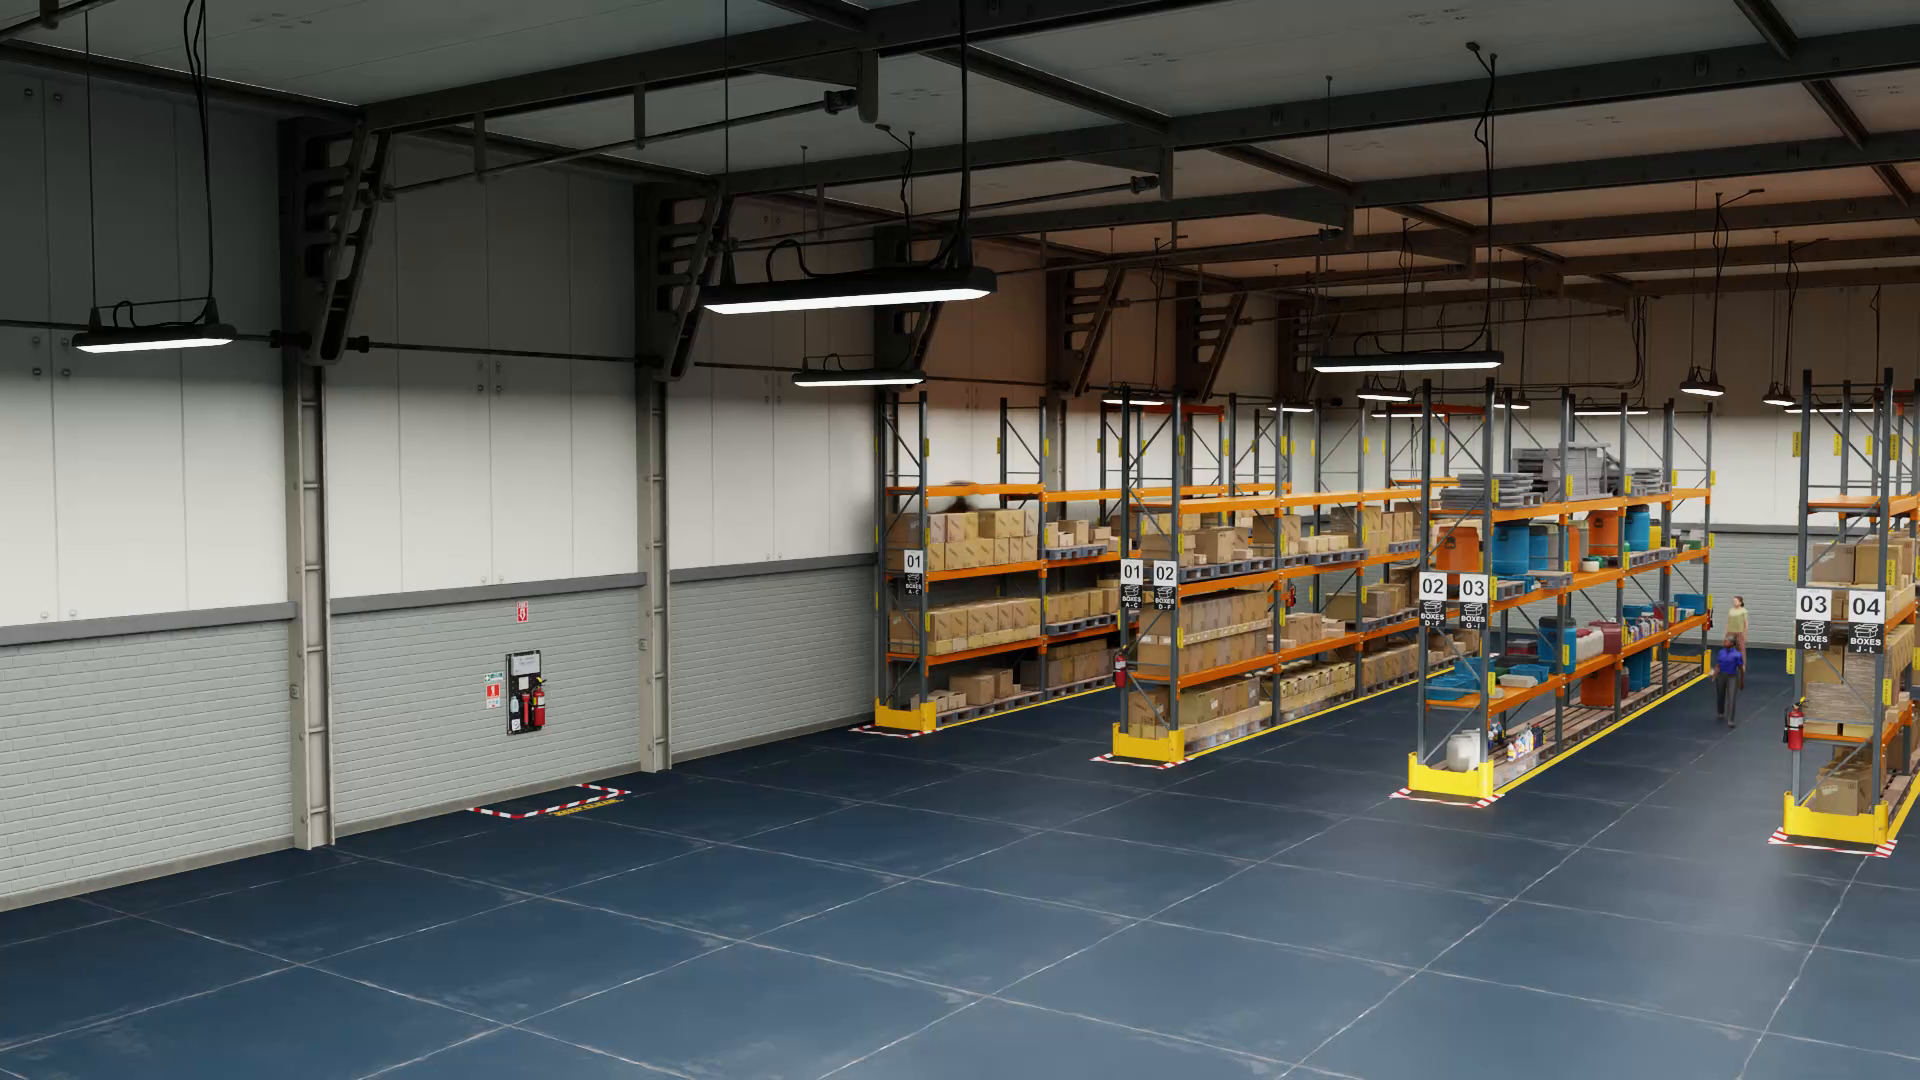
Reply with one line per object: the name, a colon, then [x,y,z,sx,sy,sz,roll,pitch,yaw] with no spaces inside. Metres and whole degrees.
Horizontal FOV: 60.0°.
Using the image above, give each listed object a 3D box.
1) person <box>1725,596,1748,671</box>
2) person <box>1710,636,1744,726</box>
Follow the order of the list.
person: [17.507,2.101,37.506,0.479,1.690,0.392,2,4,28]
person: [13.876,2.524,30.074,0.547,1.608,0.939,1,3,25]
